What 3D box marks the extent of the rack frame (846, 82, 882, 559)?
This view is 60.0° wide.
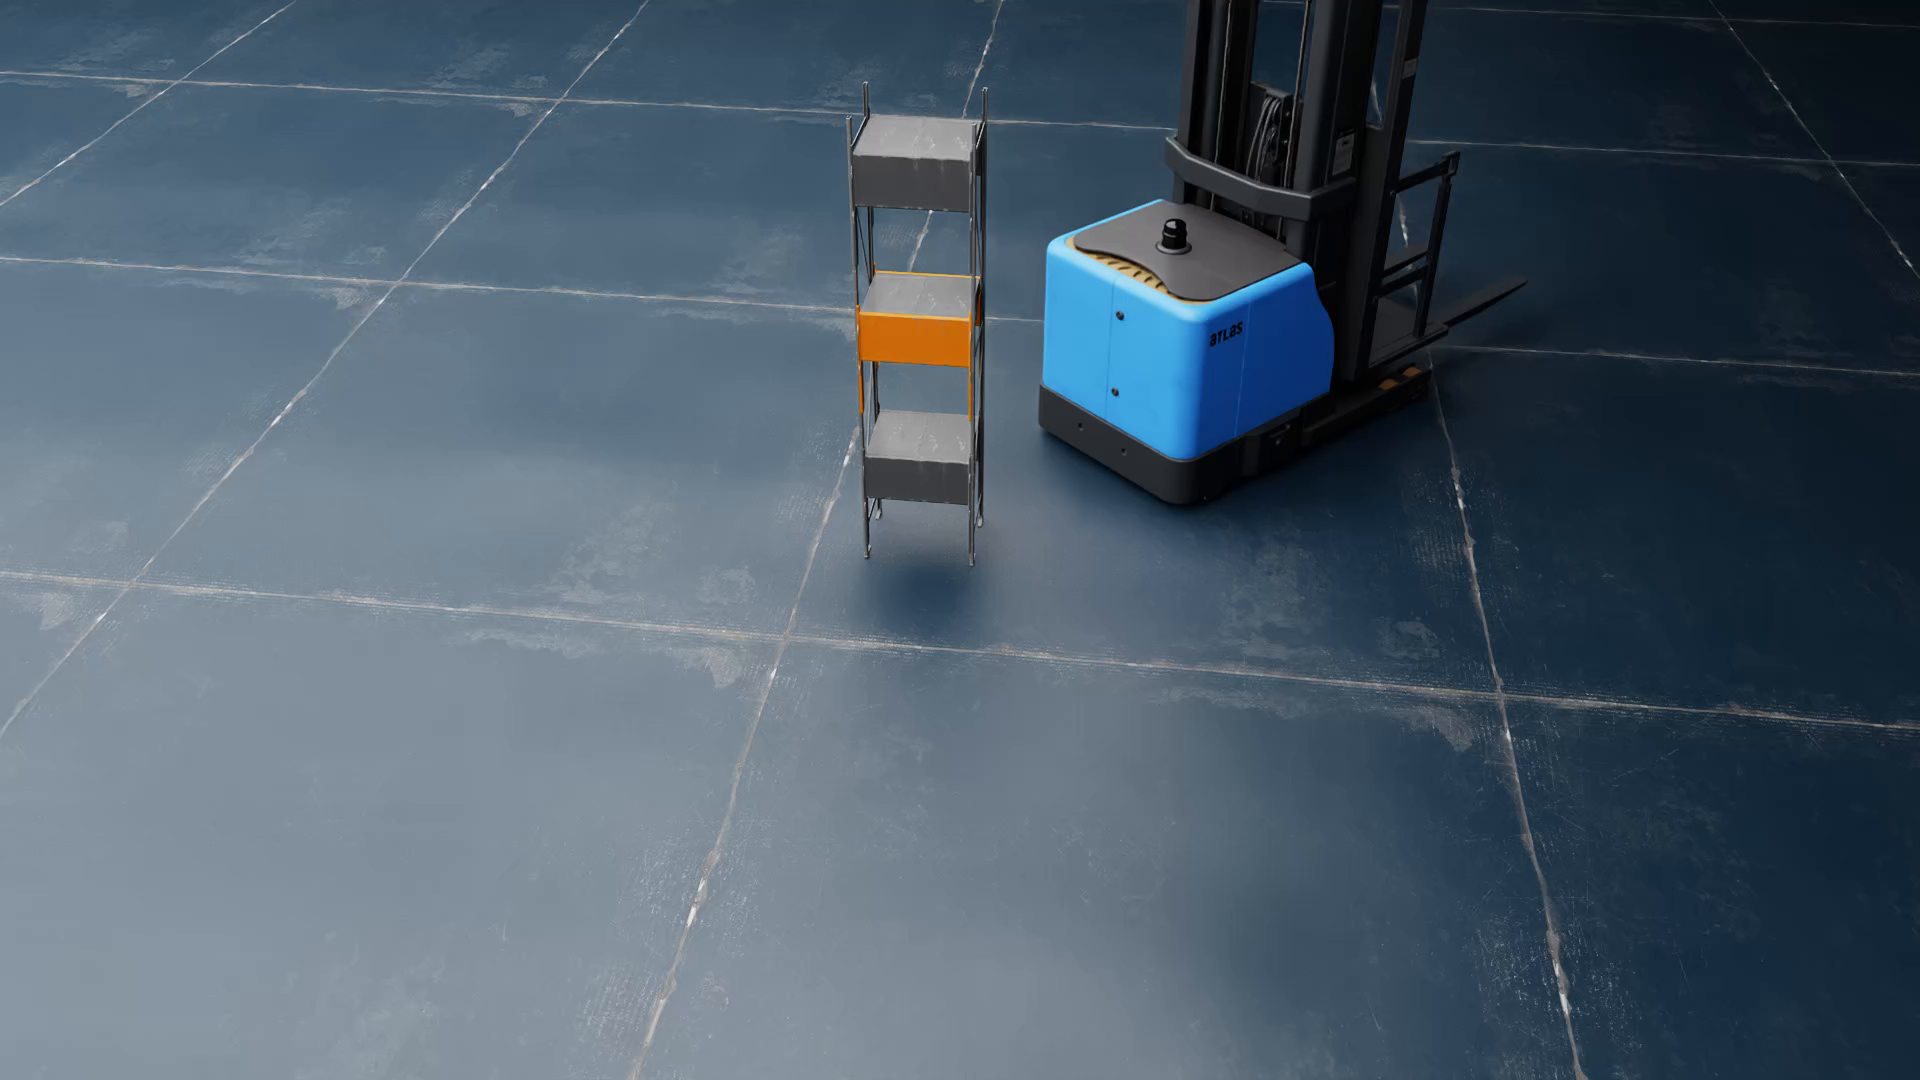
[{"bbox_3d":[-0.406,-0.885,7.183,0.015,2.100,0.400,4,36,6],"label":"rack frame"}]

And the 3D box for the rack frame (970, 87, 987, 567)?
[{"bbox_3d":[0.078,-0.849,7.132,0.015,2.100,0.400,4,36,6],"label":"rack frame"}]

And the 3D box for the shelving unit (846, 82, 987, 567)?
[{"bbox_3d":[-0.164,-0.867,7.157,0.503,2.100,0.431,4,36,6],"label":"shelving unit"}]

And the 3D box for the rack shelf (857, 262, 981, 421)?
[{"bbox_3d":[-0.164,-0.856,7.165,0.480,0.518,0.431,4,36,6],"label":"rack shelf"}]

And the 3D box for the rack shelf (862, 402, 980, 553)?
[{"bbox_3d":[-0.164,-0.286,7.572,0.480,0.518,0.431,4,36,6],"label":"rack shelf"}]

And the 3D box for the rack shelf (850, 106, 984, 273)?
[{"bbox_3d":[-0.164,-1.426,6.758,0.480,0.518,0.431,4,36,6],"label":"rack shelf"}]

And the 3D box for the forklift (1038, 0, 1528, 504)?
[{"bbox_3d":[1.853,-2.077,8.137,3.031,2.935,1.130,-26,43,-31],"label":"forklift"}]
